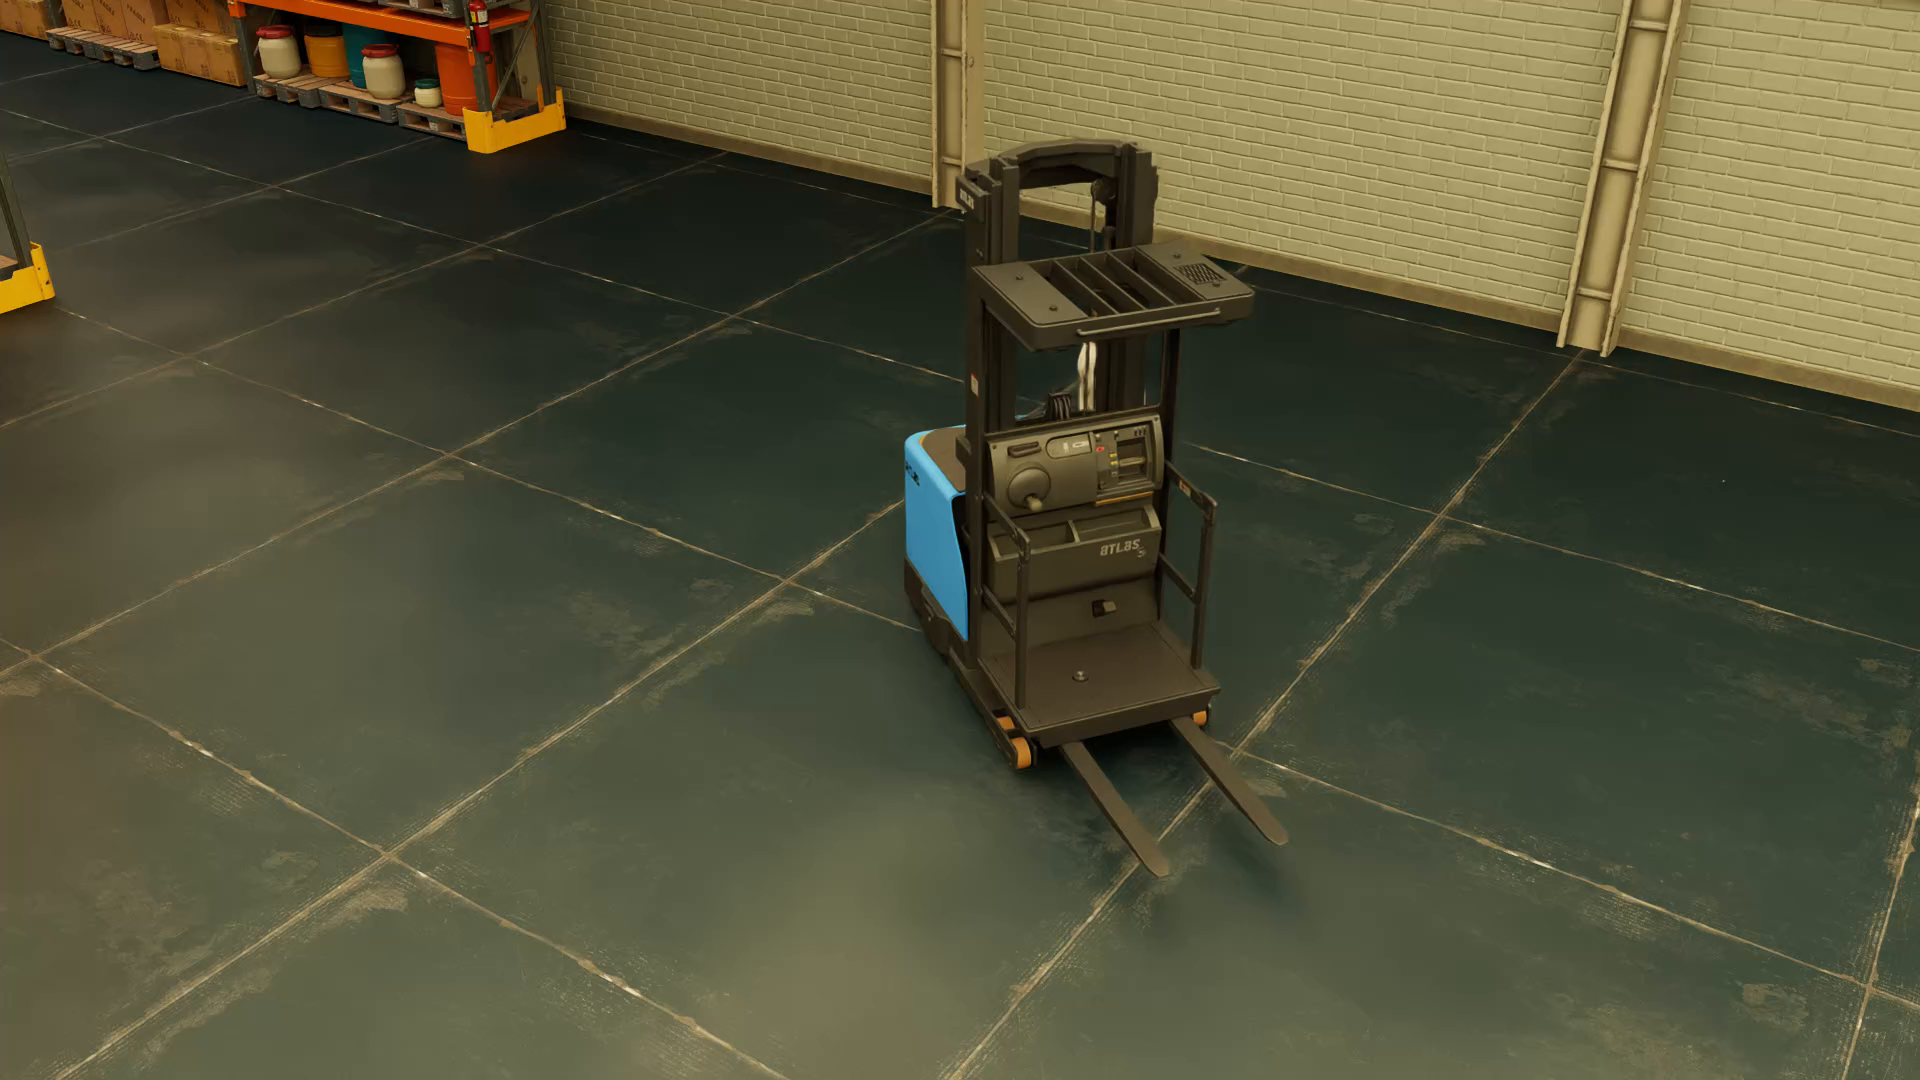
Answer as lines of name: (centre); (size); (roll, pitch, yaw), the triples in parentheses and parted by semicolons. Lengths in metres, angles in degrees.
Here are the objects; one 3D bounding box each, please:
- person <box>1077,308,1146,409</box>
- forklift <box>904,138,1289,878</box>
person: (0.906, -0.711, 10.142); (0.417, 1.642, 0.809); (-13, 33, -22)
forklift: (0.667, -0.333, 8.155); (1.130, 2.935, 3.031); (-11, 32, -18)
